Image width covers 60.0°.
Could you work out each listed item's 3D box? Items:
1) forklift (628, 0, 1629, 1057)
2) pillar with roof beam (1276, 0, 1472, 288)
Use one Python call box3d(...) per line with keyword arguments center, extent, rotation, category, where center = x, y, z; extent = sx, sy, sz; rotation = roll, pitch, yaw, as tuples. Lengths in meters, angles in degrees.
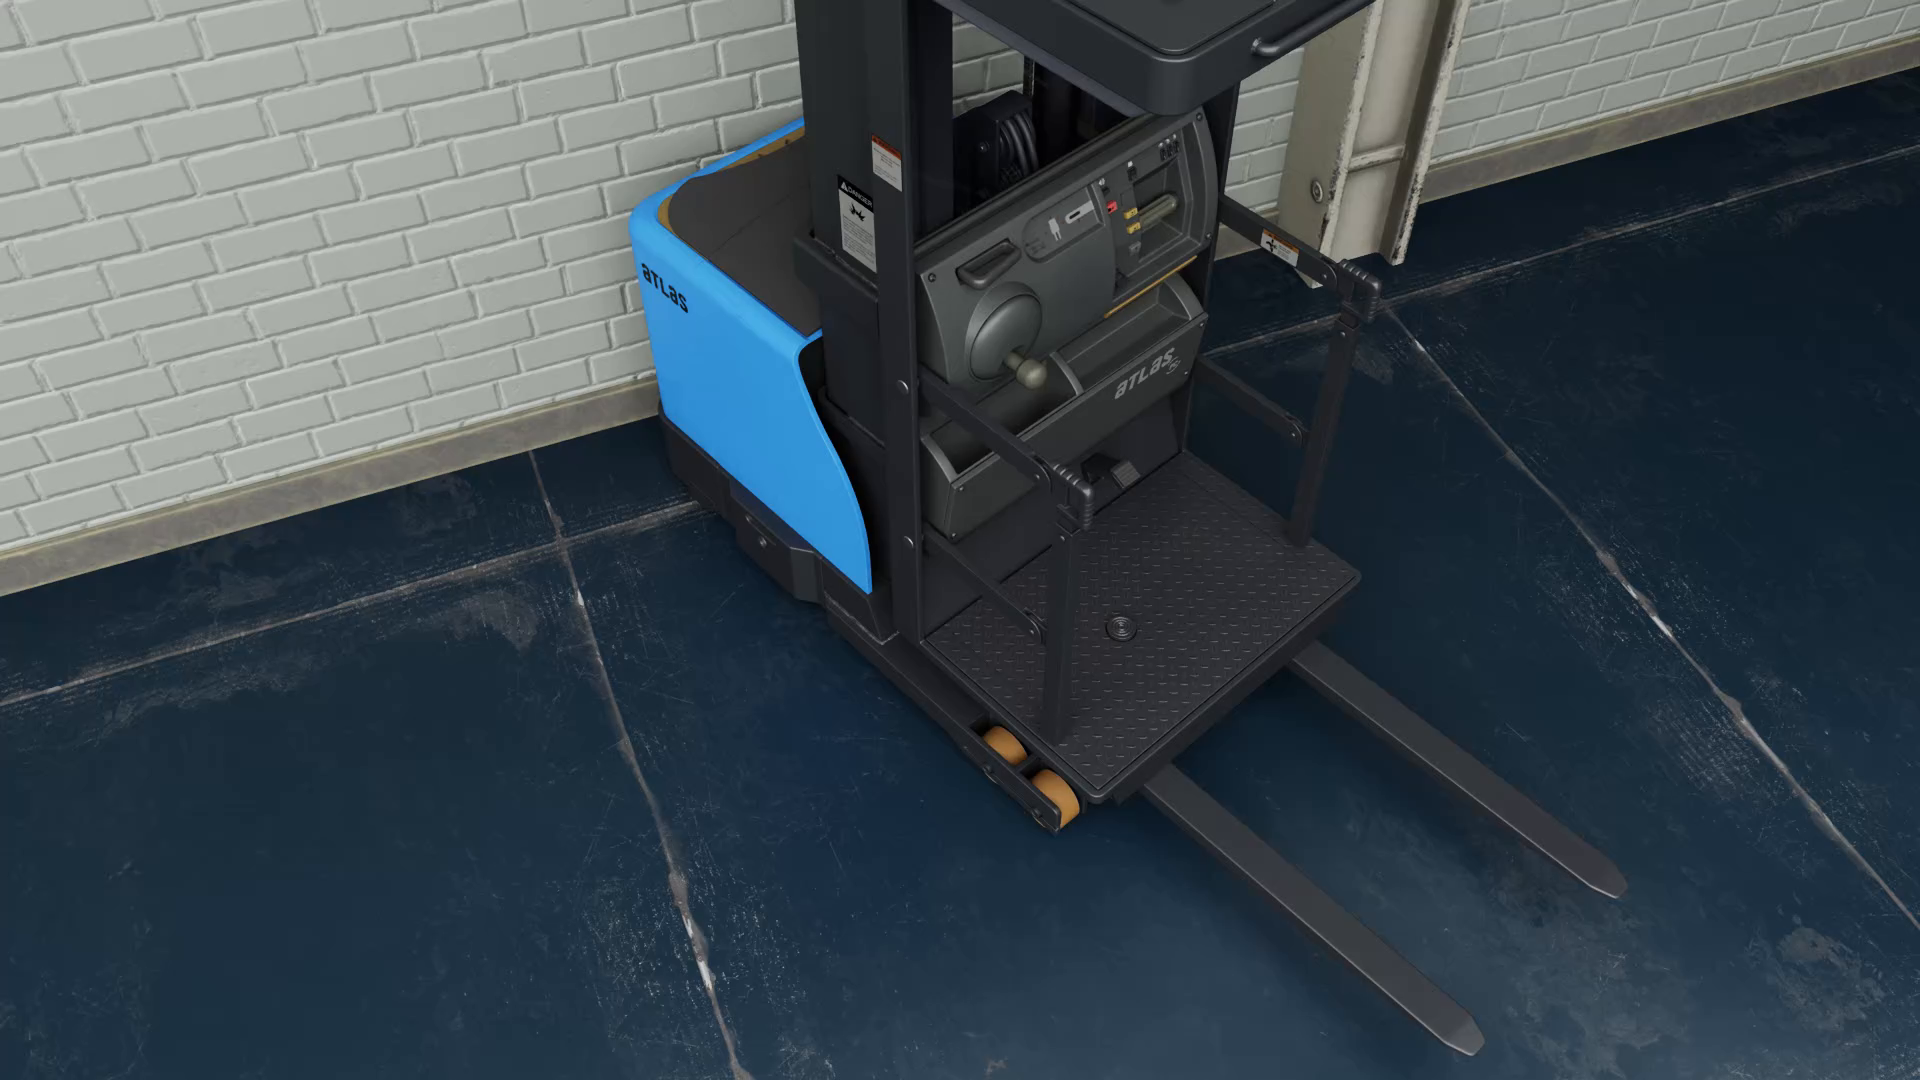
box3d(center=(0.423, -0.608, 3.840), extent=(1.130, 2.935, 3.031), rotation=(-35, 58, -26), category="forklift")
box3d(center=(3.027, -0.985, 0.164), extent=(0.400, 9.000, 9.100), rotation=(-17, 52, -14), category="pillar with roof beam")
